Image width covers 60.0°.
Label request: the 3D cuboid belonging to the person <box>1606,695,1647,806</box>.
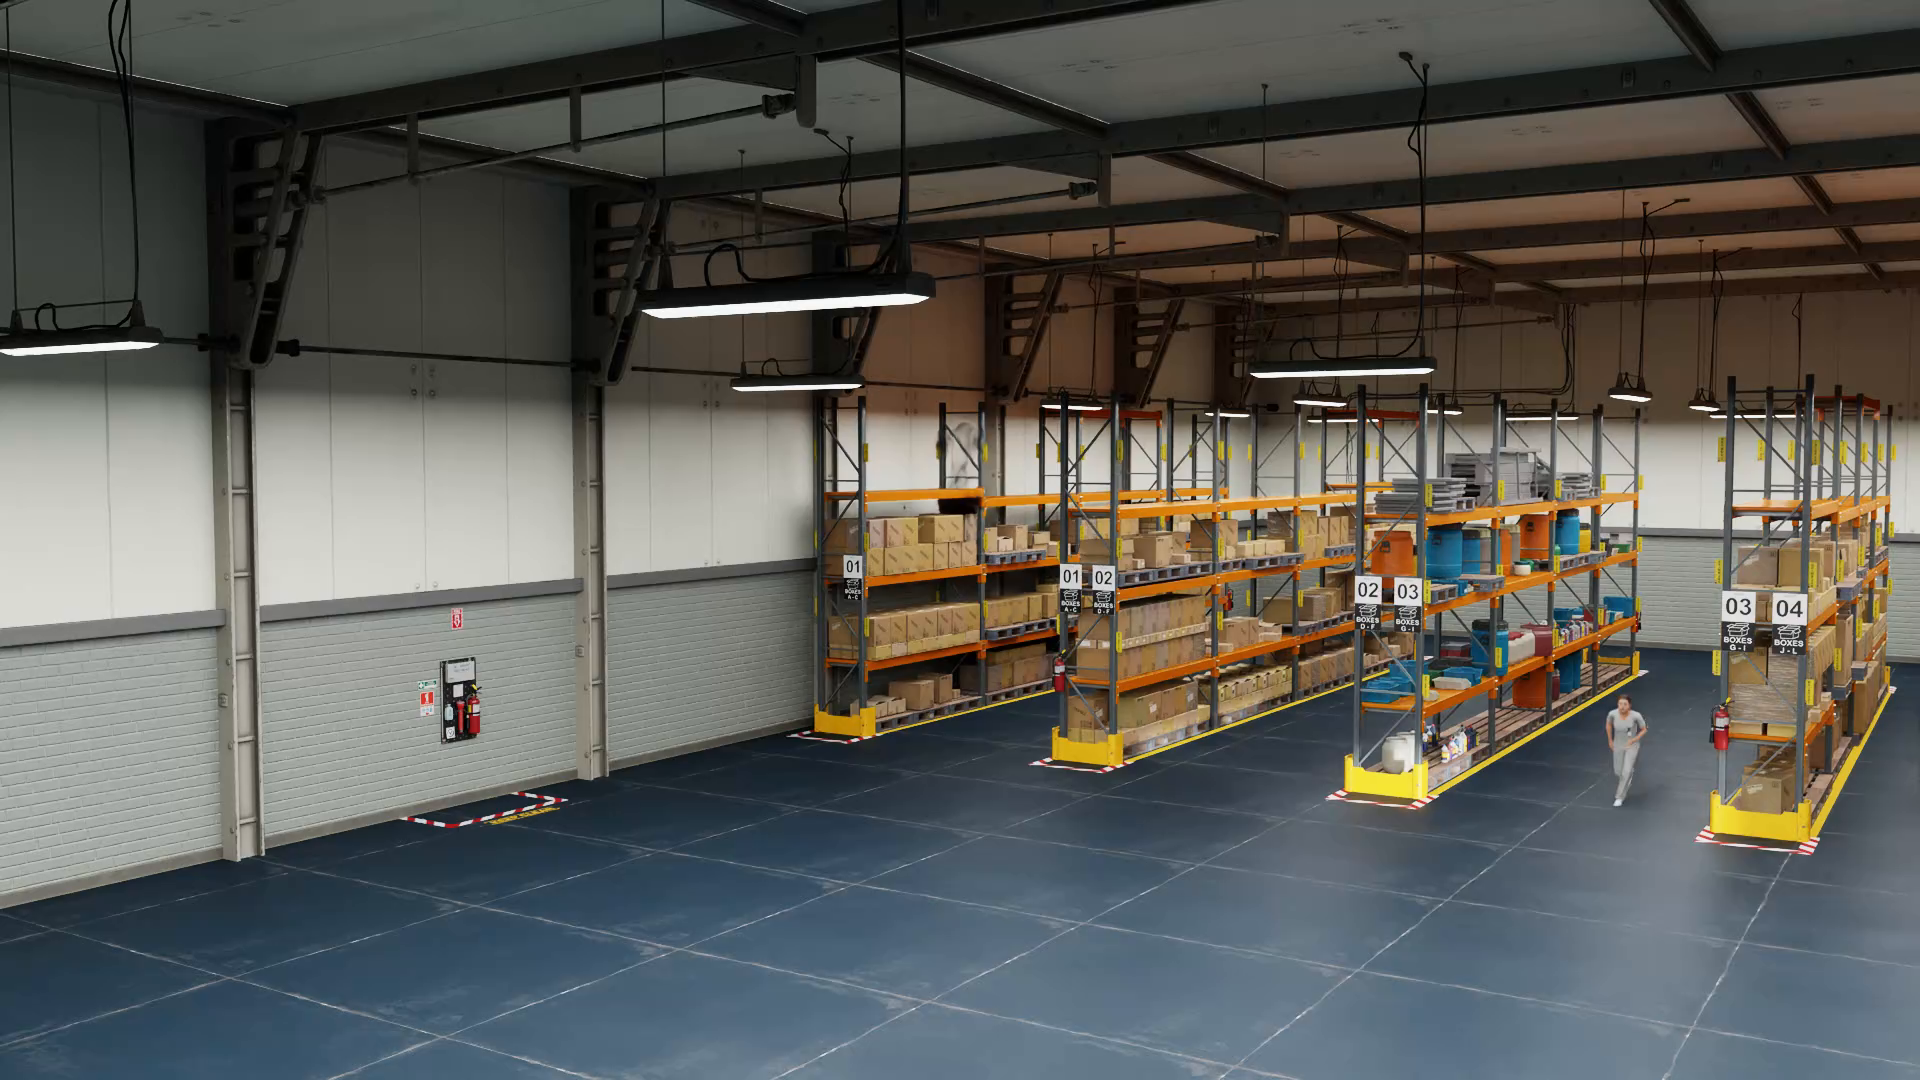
[{"bbox_3d":[9.512,2.979,23.735,0.557,1.605,0.746,2,3,29],"label":"person"}]
